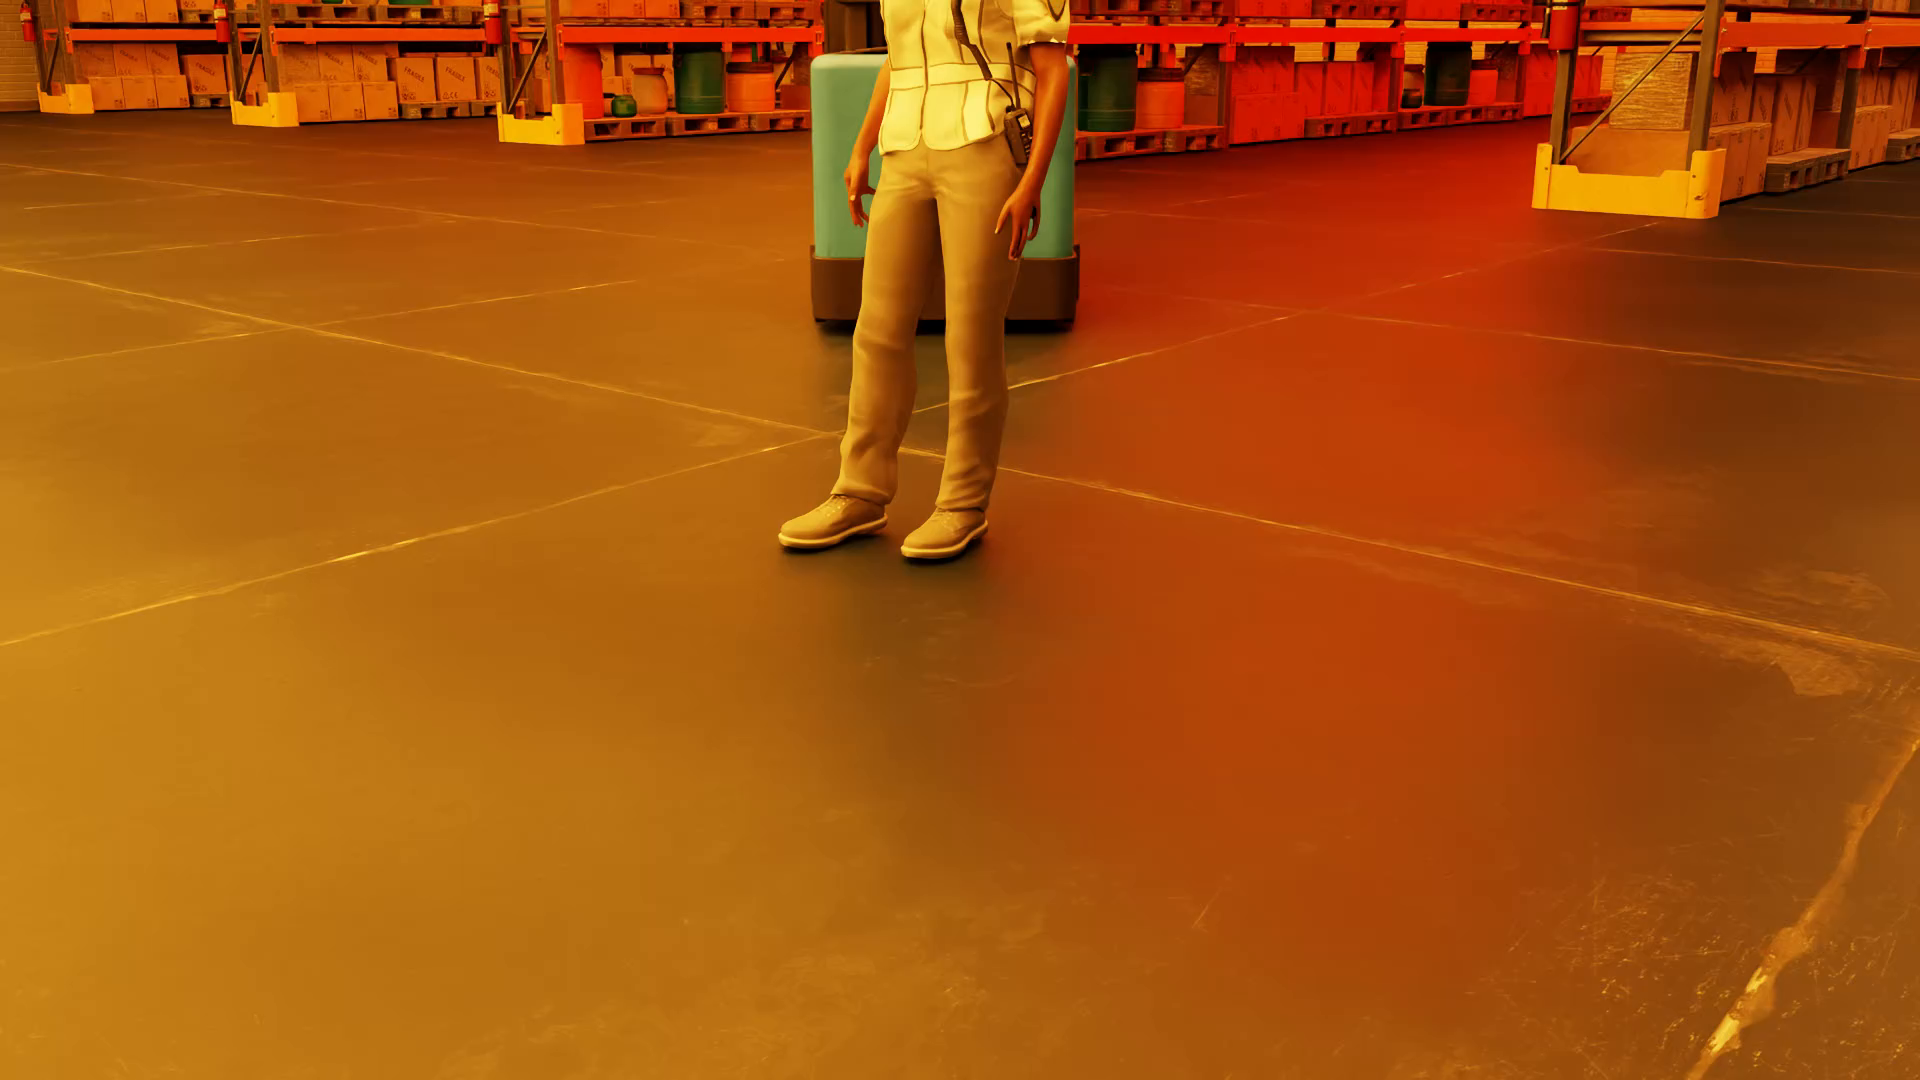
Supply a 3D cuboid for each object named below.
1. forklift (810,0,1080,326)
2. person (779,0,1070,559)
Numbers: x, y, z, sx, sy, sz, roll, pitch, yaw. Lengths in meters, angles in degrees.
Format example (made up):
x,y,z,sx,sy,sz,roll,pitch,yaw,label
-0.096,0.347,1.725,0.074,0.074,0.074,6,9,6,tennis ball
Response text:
x,y,z,sx,sy,sz,roll,pitch,yaw,label
-0.063,-2.640,7.591,1.130,2.935,3.031,0,17,0,forklift
-0.063,-0.805,3.651,0.569,1.695,0.530,13,21,37,person
